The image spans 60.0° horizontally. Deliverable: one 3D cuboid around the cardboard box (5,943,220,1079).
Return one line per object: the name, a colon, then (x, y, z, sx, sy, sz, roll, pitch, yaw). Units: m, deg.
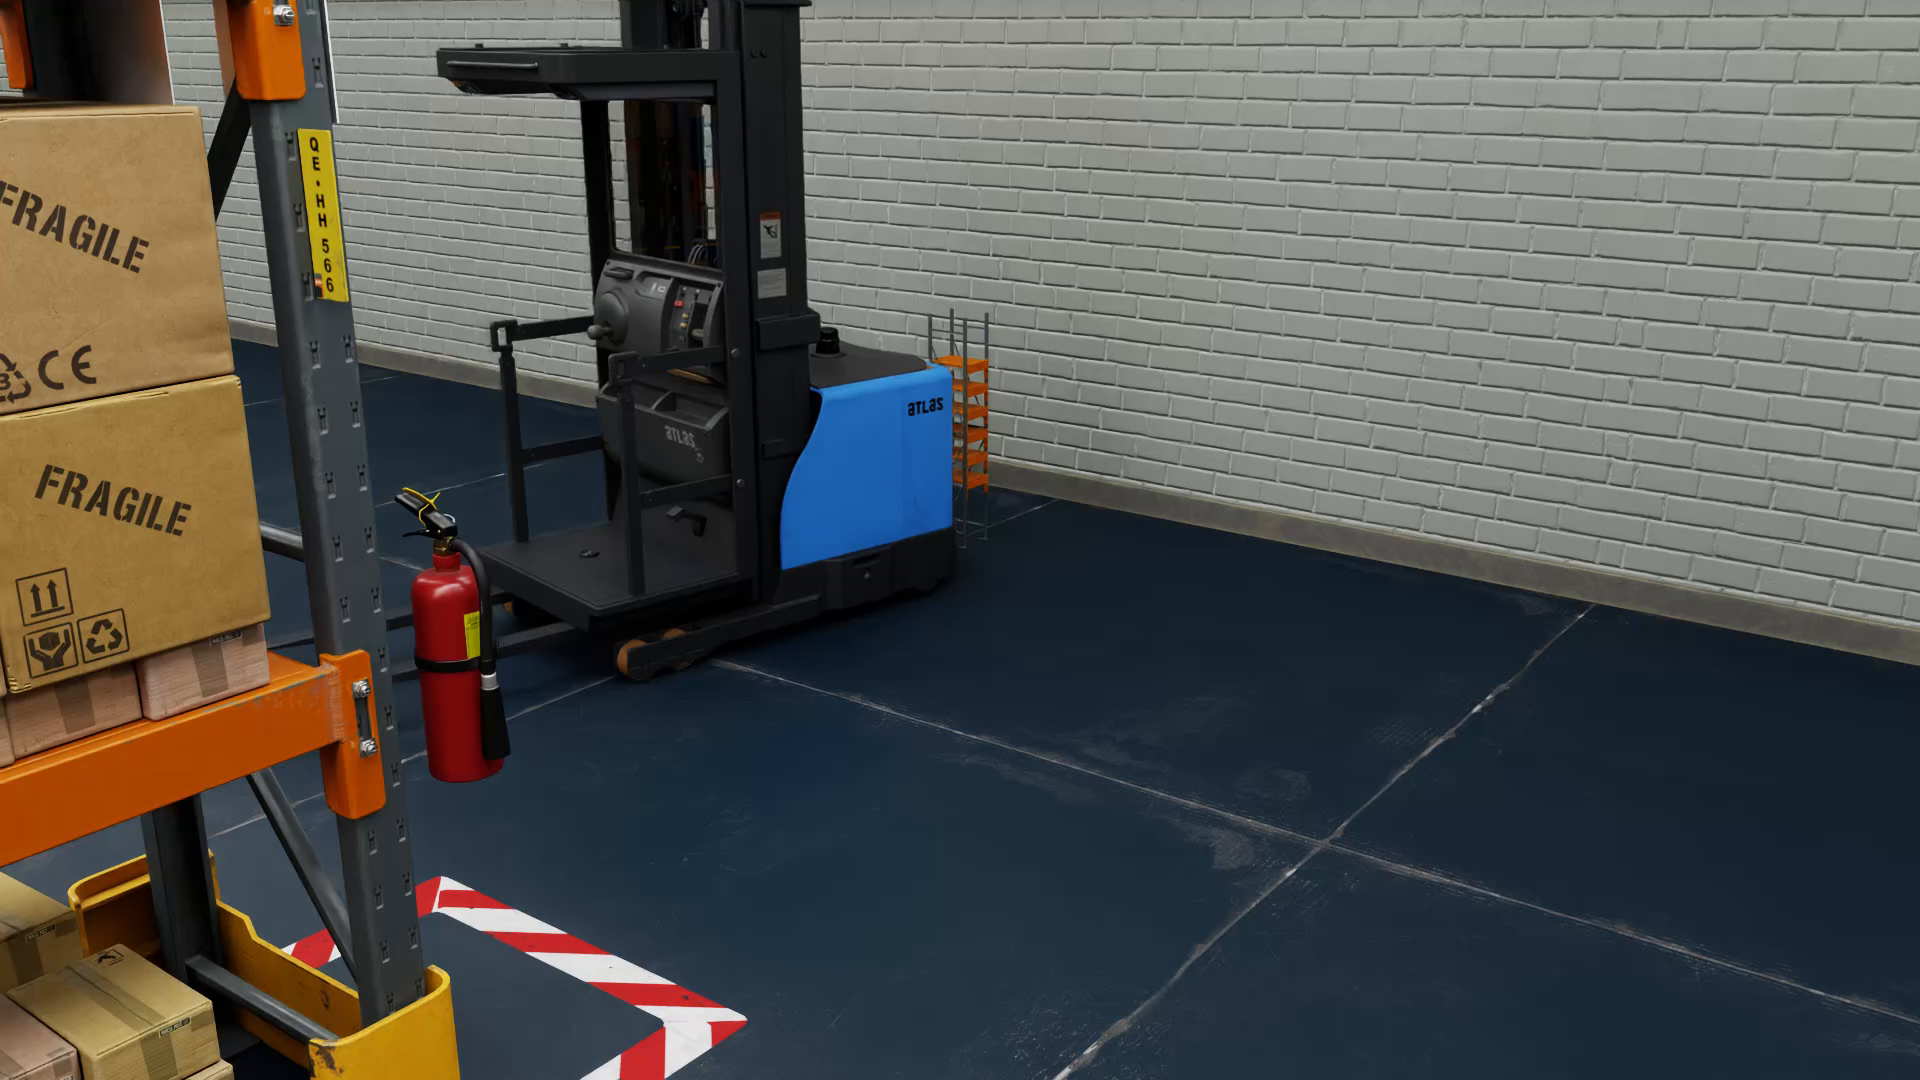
cardboard box: (-1.779, 1.021, 3.493, 0.380, 0.149, 0.250, 13, 21, 35)

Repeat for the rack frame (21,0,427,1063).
rack frame: (-1.667, -0.026, 3.771, 1.000, 3.000, 0.127, 12, 21, 35)

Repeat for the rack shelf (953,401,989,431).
rack shelf: (-0.009, -0.642, 8.532, 0.258, 0.103, 0.180, 12, 21, 35)

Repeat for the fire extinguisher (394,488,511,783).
fire extinguisher: (-1.146, 0.210, 3.768, 0.296, 0.674, 0.183, 12, 21, 35)

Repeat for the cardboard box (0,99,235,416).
cardboard box: (-1.740, -0.541, 3.071, 0.500, 0.500, 0.500, 12, 21, 34)

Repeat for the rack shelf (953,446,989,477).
rack shelf: (-0.009, -0.413, 8.603, 0.258, 0.103, 0.180, 12, 21, 35)

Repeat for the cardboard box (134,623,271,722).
cardboard box: (-1.634, 0.221, 3.397, 0.380, 0.149, 0.250, 12, 21, 35)

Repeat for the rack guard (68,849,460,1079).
rack guard: (-1.712, 1.185, 4.083, 1.175, 0.500, 0.348, 12, 21, 35)

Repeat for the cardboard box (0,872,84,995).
cardboard box: (-2.252, 0.915, 3.835, 0.380, 0.149, 0.250, 11, 21, 32)

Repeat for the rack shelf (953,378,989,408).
rack shelf: (-0.009, -0.756, 8.497, 0.258, 0.103, 0.180, 12, 21, 35)

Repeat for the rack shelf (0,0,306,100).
rack shelf: (-2.859, -0.639, 1.899, 1.077, 0.370, 4.000, 12, 21, 35)

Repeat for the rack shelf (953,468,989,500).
rack shelf: (-0.009, -0.298, 8.639, 0.258, 0.103, 0.180, 12, 21, 35)

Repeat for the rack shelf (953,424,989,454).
rack shelf: (-0.009, -0.527, 8.568, 0.258, 0.103, 0.180, 12, 21, 35)

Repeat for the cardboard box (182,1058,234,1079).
cardboard box: (-1.752, 1.169, 3.520, 0.380, 0.149, 0.250, 12, 21, 33)

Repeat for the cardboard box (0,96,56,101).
cardboard box: (-2.148, -0.634, 3.371, 0.500, 0.500, 0.500, 12, 21, 34)

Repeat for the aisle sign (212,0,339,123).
aisle sign: (-1.383, -1.232, 3.271, 0.394, 0.787, 0.004, 12, 21, 35)

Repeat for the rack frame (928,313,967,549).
rack frame: (-0.063, -0.548, 8.485, 0.240, 1.200, 0.006, 12, 21, 35)

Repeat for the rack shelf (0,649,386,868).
rack shelf: (-2.859, 0.793, 2.344, 1.077, 0.370, 4.000, 12, 21, 35)

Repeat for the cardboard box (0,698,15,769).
cardboard box: (-1.950, 0.336, 3.027, 0.380, 0.149, 0.250, 12, 21, 34)

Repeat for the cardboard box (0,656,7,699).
cardboard box: (-2.039, 0.058, 2.829, 0.500, 0.500, 0.500, 12, 21, 34)

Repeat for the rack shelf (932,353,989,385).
rack shelf: (-0.009, -0.871, 8.461, 0.258, 0.103, 0.180, 12, 21, 35)

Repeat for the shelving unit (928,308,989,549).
shelving unit: (-0.009, -0.570, 8.555, 0.258, 1.200, 0.189, 12, 21, 35)

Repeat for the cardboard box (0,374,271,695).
cardboard box: (-1.728, -0.064, 3.221, 0.500, 0.500, 0.500, 13, 21, 36)

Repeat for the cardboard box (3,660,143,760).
cardboard box: (-1.813, 0.274, 3.228, 0.380, 0.149, 0.250, 12, 21, 35)

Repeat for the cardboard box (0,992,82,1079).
cardboard box: (-1.975, 1.071, 3.333, 0.380, 0.149, 0.250, 13, 21, 36)

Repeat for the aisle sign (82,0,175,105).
aisle sign: (-1.865, -1.338, 3.612, 0.394, 0.787, 0.004, 12, 21, 35)

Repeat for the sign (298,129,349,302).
sign: (-1.233, -0.627, 3.221, 0.100, 0.325, 0.005, 12, 21, 35)

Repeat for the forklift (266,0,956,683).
forklift: (-1.454, -0.993, 7.000, 3.031, 2.935, 1.130, -15, 23, -40)

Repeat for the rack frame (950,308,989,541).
rack frame: (0.046, -0.591, 8.625, 0.240, 1.200, 0.006, 12, 21, 35)
